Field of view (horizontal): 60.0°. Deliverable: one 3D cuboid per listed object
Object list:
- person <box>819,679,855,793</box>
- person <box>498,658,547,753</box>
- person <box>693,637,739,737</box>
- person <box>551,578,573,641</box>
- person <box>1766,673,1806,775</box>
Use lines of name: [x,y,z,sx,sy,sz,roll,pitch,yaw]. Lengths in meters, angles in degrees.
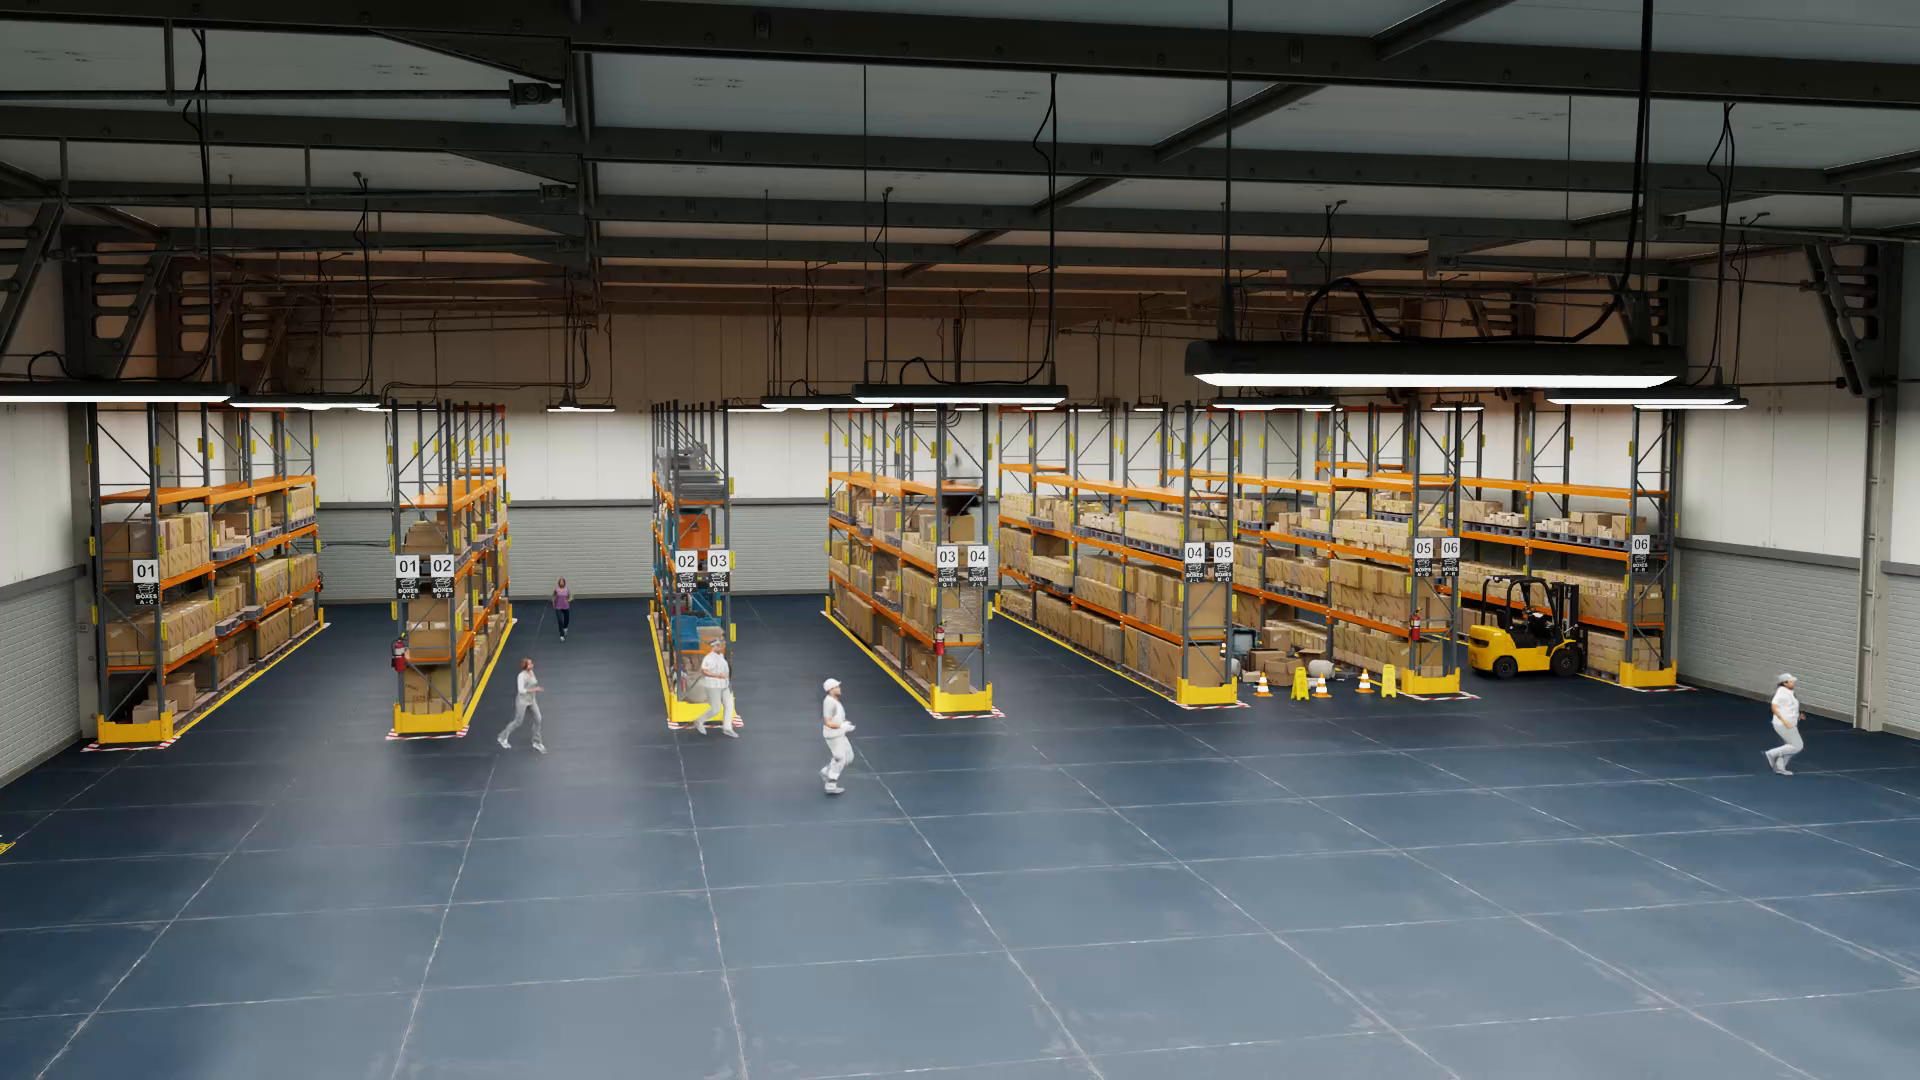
person: [-1.853,2.954,25.105,0.598,1.740,0.648,0,4,4]
person: [-7.419,2.802,28.242,0.850,1.613,0.547,2,5,19]
person: [-4.336,2.616,29.565,0.829,1.793,0.672,2,5,24]
person: [-10.135,1.753,42.320,0.547,1.562,0.743,-1,4,-16]
person: [13.128,2.929,26.416,0.546,1.624,0.611,3,5,31]
